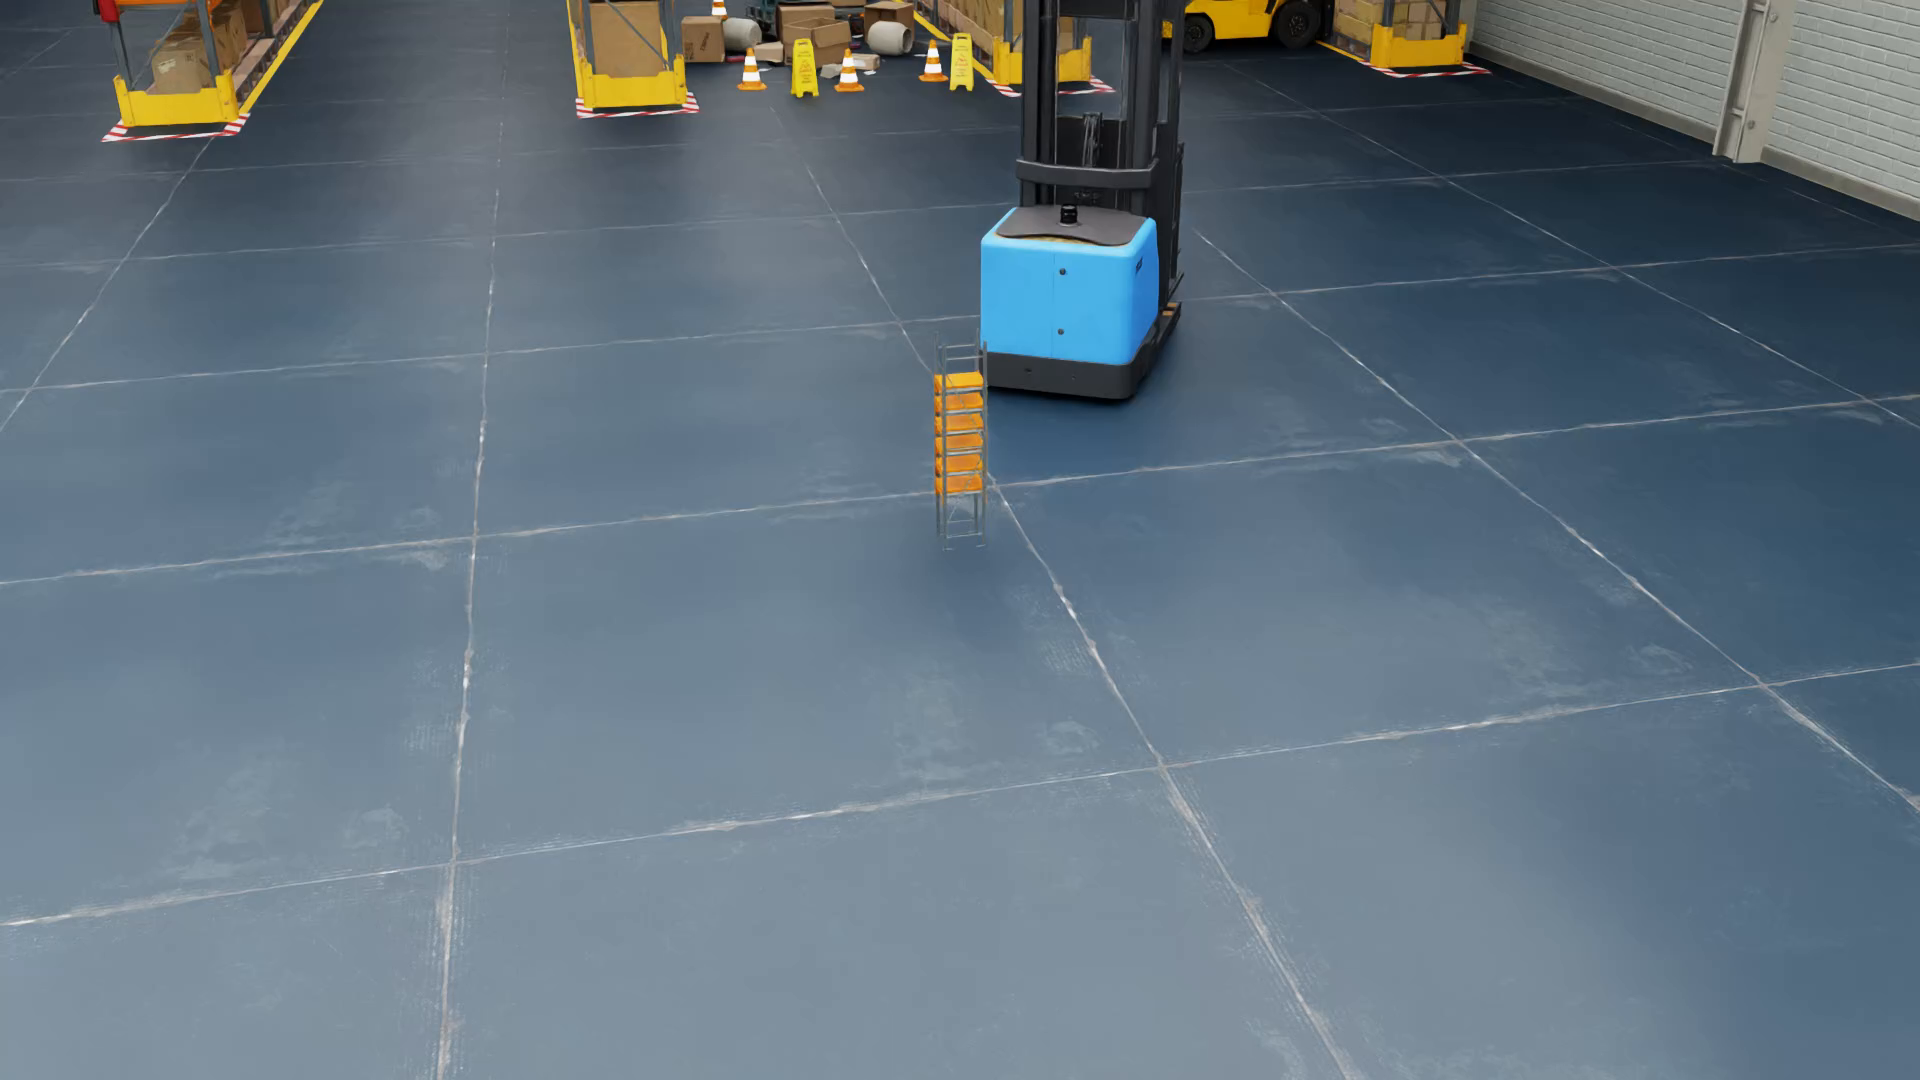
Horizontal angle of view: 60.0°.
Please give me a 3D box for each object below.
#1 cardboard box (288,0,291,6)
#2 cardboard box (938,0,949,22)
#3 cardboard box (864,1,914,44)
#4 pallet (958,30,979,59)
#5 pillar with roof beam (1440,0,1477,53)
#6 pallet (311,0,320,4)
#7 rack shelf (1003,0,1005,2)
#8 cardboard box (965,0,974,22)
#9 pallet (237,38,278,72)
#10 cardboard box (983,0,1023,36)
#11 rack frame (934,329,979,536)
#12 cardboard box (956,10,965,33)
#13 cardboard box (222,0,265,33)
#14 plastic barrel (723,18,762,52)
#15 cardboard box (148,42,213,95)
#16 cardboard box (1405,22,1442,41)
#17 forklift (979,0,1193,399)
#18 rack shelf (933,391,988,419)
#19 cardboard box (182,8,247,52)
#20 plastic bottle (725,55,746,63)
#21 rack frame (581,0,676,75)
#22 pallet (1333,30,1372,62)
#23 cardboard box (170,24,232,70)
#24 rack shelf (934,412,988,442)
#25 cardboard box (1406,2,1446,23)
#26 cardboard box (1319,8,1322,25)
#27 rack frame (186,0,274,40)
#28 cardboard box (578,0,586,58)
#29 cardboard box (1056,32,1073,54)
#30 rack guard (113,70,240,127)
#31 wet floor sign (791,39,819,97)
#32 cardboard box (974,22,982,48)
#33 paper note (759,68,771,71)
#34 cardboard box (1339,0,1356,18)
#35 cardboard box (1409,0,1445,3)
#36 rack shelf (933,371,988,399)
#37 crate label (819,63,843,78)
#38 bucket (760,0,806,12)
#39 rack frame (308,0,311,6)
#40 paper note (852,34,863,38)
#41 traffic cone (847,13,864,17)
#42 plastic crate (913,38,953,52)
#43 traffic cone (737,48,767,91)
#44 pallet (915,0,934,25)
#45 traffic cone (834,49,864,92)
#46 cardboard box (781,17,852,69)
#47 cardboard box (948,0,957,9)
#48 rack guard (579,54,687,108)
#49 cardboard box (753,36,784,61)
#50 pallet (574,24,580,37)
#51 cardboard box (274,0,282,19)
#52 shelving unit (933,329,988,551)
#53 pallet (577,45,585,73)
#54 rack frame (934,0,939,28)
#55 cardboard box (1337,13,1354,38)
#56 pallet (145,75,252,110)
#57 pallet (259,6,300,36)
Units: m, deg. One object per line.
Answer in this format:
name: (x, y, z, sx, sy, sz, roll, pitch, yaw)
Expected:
cardboard box: (-10.123, -8.026, 24.108, 0.700, 0.500, 0.500, -8, 28, -16)
cardboard box: (-0.005, -7.403, 23.175, 0.500, 0.250, 0.500, -7, 28, -14)
cardboard box: (-0.959, -7.007, 22.574, 0.500, 0.500, 0.500, 13, 30, 24)
pallet: (0.589, -6.657, 22.205, 1.003, 0.211, 1.213, -6, 27, -12)
pillar with roof beam: (2.389, -10.118, 19.309, 9.100, 9.000, 0.400, -6, 27, -12)
pallet: (-10.536, -8.589, 26.032, 1.003, 0.211, 1.213, -6, 27, -12)
rack shelf: (0.576, -7.531, 21.640, 1.077, 0.370, 4.000, -6, 27, -12)
cardboard box: (0.364, -7.045, 21.632, 0.500, 0.500, 0.500, -7, 28, -13)
pallet: (-9.344, -6.188, 21.275, 1.003, 0.211, 1.213, -6, 27, -12)
cardboard box: (0.592, -6.594, 20.738, 0.500, 0.500, 0.500, -6, 27, -11)
rack frame: (-0.017, -0.569, 9.047, 0.240, 1.200, 0.006, -6, 27, -12)
cardboard box: (0.249, -6.938, 22.252, 0.500, 0.250, 0.500, -6, 27, -12)
cardboard box: (-9.647, -7.076, 22.226, 0.700, 0.500, 0.500, -8, 28, -16)
plastic barrel: (-2.925, -6.691, 22.036, 0.512, 0.421, 0.421, 13, 30, 24)
cardboard box: (-8.753, -5.315, 18.759, 0.500, 0.500, 0.500, -1, 27, -2)
cardboard box: (5.942, -6.675, 21.731, 0.500, 0.250, 0.500, -6, 27, -11)
forklift: (1.028, -2.877, 11.698, 1.130, 2.935, 3.031, 8, 28, 15)
rack shelf: (0.003, -0.704, 8.879, 0.258, 0.103, 0.180, -6, 27, -12)
cardboard box: (-9.342, -6.365, 20.839, 0.500, 0.500, 0.500, 2, 27, 5)
plastic bottle: (-2.882, -6.225, 21.516, 0.283, 0.061, 0.133, -16, 31, -29)
rack frame: (-3.773, -6.427, 18.654, 1.000, 3.000, 0.127, -6, 27, -12)
pallet: (5.649, -6.566, 22.025, 1.003, 0.211, 1.213, -6, 27, -12)
cardboard box: (-9.044, -5.851, 19.821, 0.500, 0.500, 0.500, -3, 27, -7)
rack shelf: (0.003, -0.597, 8.933, 0.258, 0.103, 0.180, -6, 27, -12)
cardboard box: (5.958, -6.890, 21.603, 0.500, 0.250, 0.500, -5, 27, -11)
cardboard box: (5.102, -7.279, 22.929, 0.500, 0.250, 0.500, -5, 27, -10)
rack frame: (-9.530, -7.724, 21.223, 1.000, 3.000, 0.127, -6, 27, -12)
cardboard box: (-4.191, -6.343, 20.380, 0.875, 0.875, 0.875, -6, 27, -12)
cardboard box: (1.114, -6.316, 21.020, 0.500, 0.250, 0.500, -6, 27, -12)
rack guard: (-8.646, -4.885, 18.374, 1.175, 0.500, 0.348, -6, 27, -12)
wet floor sign: (-1.838, -5.564, 19.558, 0.267, 0.644, 0.232, -11, 29, -20)
cardboard box: (0.473, -6.490, 21.364, 0.500, 0.250, 0.500, -6, 27, -11)
paper note: (-2.463, -5.943, 20.993, 0.144, 0.017, 0.142, 3, 27, 6)
cardboard box: (5.345, -7.066, 21.951, 0.500, 0.250, 0.500, -6, 27, -12)
cardboard box: (5.938, -7.116, 21.496, 0.500, 0.250, 0.500, -6, 27, -12)
rack shelf: (0.003, -0.811, 8.825, 0.258, 0.103, 0.180, -6, 27, -12)
crate label: (-1.569, -5.831, 20.650, 0.250, 0.136, 0.298, -23, 35, -38)
bucket: (-2.398, -7.575, 22.874, 0.726, 0.611, 0.620, 3, 17, 6)
rack frame: (-10.431, -9.480, 24.702, 1.000, 3.000, 0.127, -6, 27, -12)
paper note: (-1.418, -6.999, 23.082, 0.148, 0.019, 0.142, -6, 27, -12)
traffic cone: (-1.518, -8.000, 24.586, 0.336, 0.463, 0.334, -6, 27, -12)
plastic crate: (-0.320, -6.654, 22.344, 0.402, 0.080, 0.583, -16, 31, -29)
traffic cone: (-2.509, -5.672, 19.973, 0.336, 0.463, 0.334, -6, 27, -12)
pallet: (-0.052, -7.827, 24.522, 1.003, 0.211, 1.213, -6, 27, -12)
traffic cone: (-1.332, -5.637, 19.905, 0.336, 0.463, 0.334, -6, 27, -12)
cardboard box: (-1.836, -6.373, 21.319, 0.637, 0.503, 0.797, 19, 32, 32)
cardboard box: (0.127, -7.504, 22.542, 0.500, 0.500, 0.500, -5, 27, -10)
rack guard: (-3.768, -5.300, 19.197, 1.175, 0.500, 0.348, -6, 27, -12)
cardboard box: (-2.493, -6.395, 21.625, 0.396, 0.266, 0.258, -1, 27, -3)
pallet: (-4.922, -7.269, 23.418, 1.003, 0.211, 1.213, -6, 27, -12)
cardboard box: (-9.863, -7.533, 23.131, 0.700, 0.500, 0.500, -8, 28, -16)
shelving unit: (0.003, -0.529, 8.967, 0.258, 1.200, 0.189, -6, 27, -12)
pallet: (-4.301, -6.060, 21.021, 1.003, 0.211, 1.213, -6, 27, -12)
rack frame: (0.125, -8.730, 23.217, 1.000, 3.000, 0.127, -6, 27, -12)
cardboard box: (5.345, -6.833, 22.044, 0.500, 0.250, 0.500, -6, 27, -12)
pallet: (-8.794, -5.116, 19.152, 1.003, 0.211, 1.213, -6, 27, -12)
pallet: (-9.985, -7.357, 23.592, 1.003, 0.211, 1.213, -6, 27, -12)
